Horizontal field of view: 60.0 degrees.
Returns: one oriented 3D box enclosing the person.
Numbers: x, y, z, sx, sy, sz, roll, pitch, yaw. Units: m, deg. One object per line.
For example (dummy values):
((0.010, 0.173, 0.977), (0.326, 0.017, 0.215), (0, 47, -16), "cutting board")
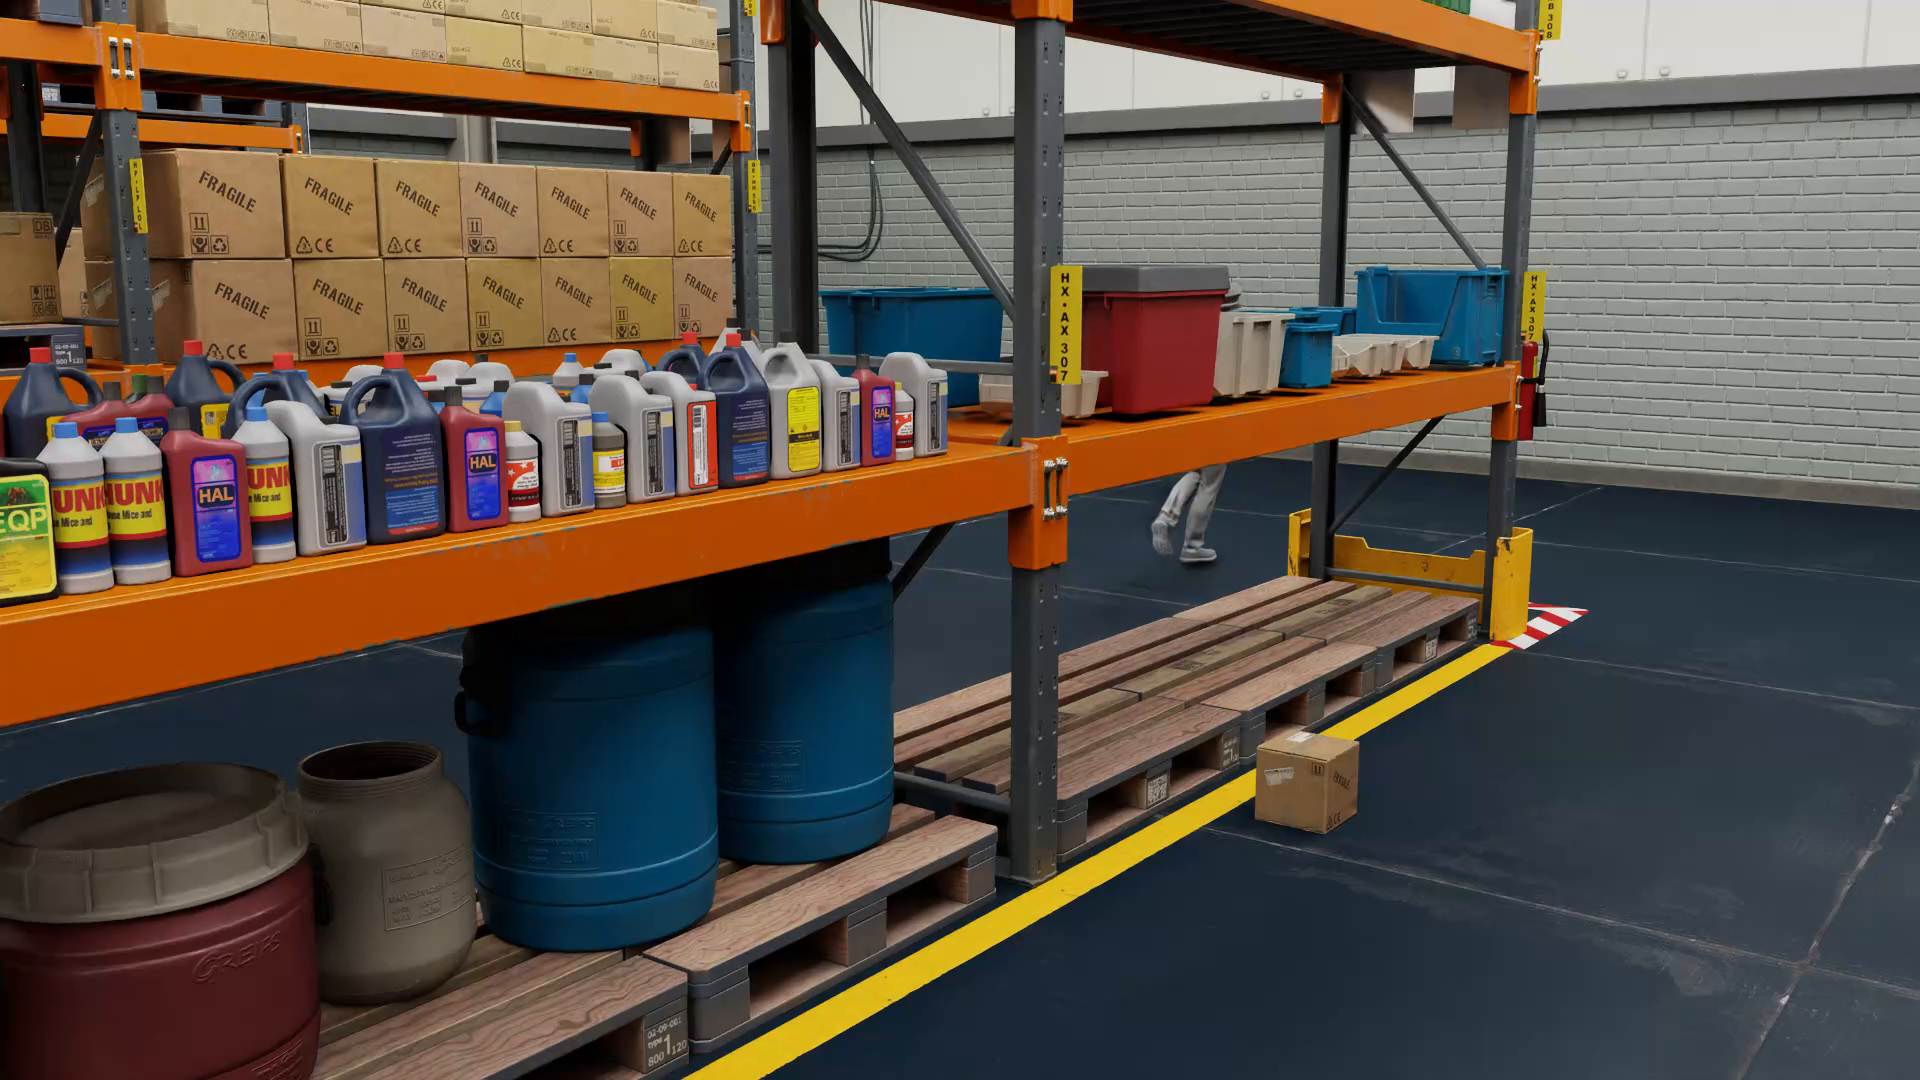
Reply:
((1.427, -0.671, 9.641), (0.453, 1.647, 0.531), (-9, 13, -42), "person")
